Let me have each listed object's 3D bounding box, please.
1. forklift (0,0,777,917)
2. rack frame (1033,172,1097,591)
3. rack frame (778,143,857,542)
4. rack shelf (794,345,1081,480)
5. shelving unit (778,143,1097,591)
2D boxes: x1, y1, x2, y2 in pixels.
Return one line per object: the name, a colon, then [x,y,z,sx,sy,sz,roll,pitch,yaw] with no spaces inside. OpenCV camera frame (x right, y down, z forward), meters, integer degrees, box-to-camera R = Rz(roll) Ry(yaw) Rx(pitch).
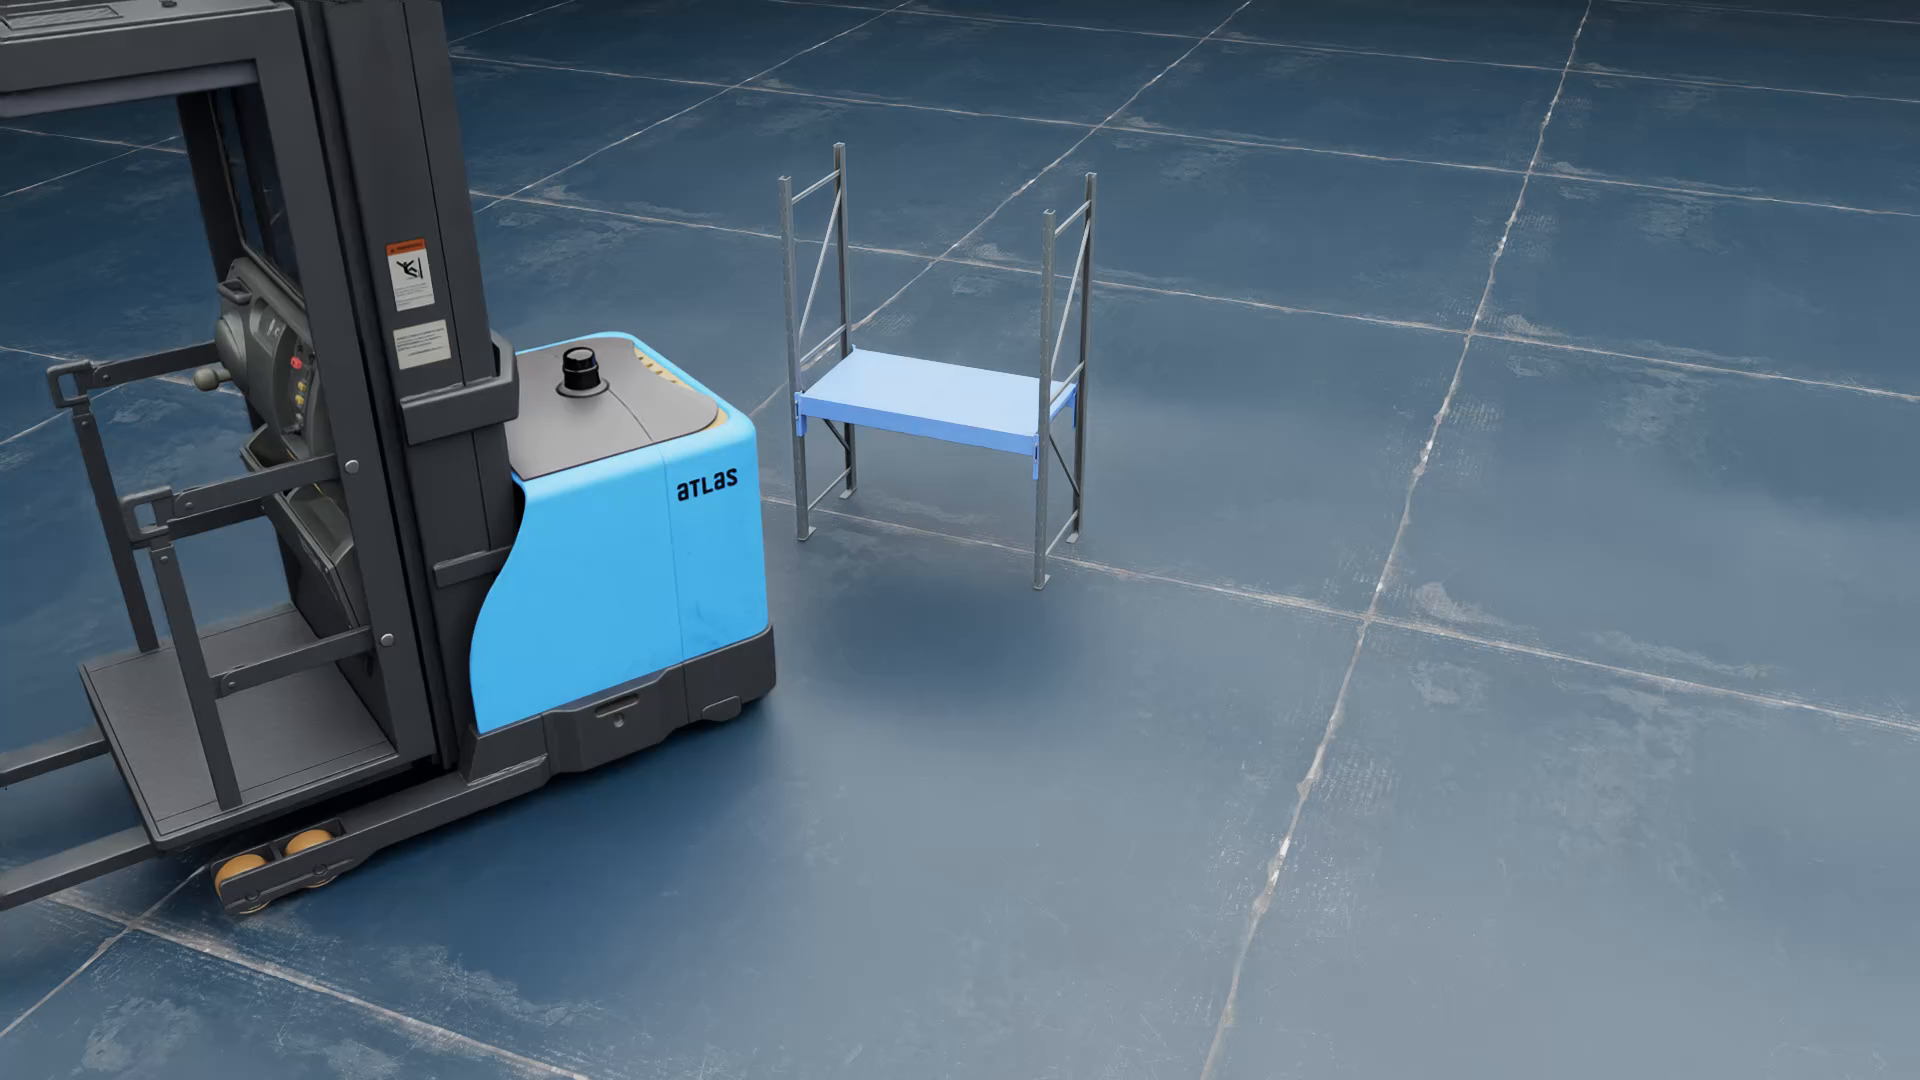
forklift: [-2.129,-0.488,4.635,3.031,2.935,1.130,-19,35,-30]
rack frame: [0.392,-0.575,6.242,0.032,1.500,0.500,11,31,19]
rack frame: [-0.550,-0.763,6.575,0.032,1.500,0.500,11,31,19]
rack shelf: [-0.079,-0.512,6.497,1.000,0.185,0.538,11,31,19]
shelving unit: [-0.079,-0.669,6.409,1.048,1.500,0.538,11,31,19]
